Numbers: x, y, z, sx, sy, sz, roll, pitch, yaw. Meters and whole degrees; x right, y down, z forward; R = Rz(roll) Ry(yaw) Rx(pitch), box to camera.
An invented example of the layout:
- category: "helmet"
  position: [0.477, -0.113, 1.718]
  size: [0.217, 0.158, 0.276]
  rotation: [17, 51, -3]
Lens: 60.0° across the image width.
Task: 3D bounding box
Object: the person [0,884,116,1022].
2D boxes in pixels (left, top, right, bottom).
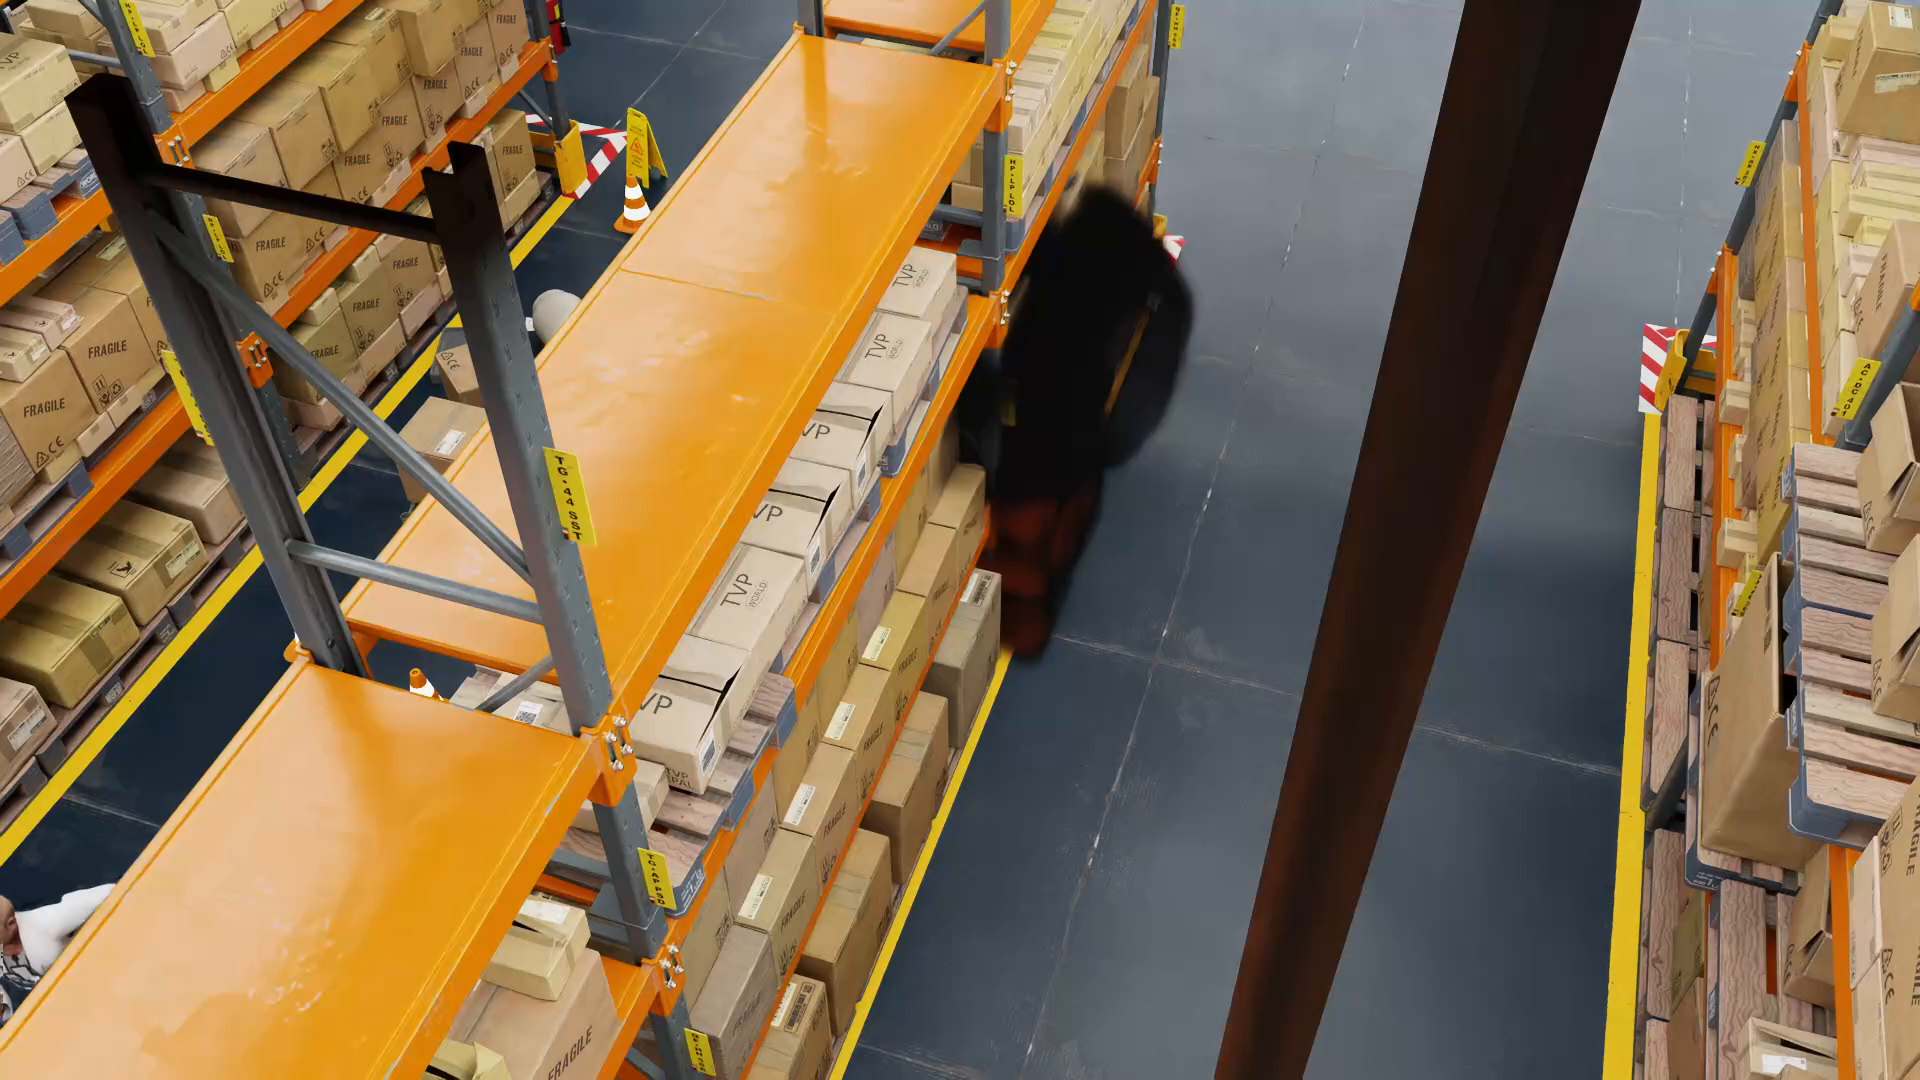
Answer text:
- category: "person"
  position: [-4.154, 2.048, 7.861]
  size: [0.710, 1.748, 1.061]
  rotation: [2, 46, 2]
